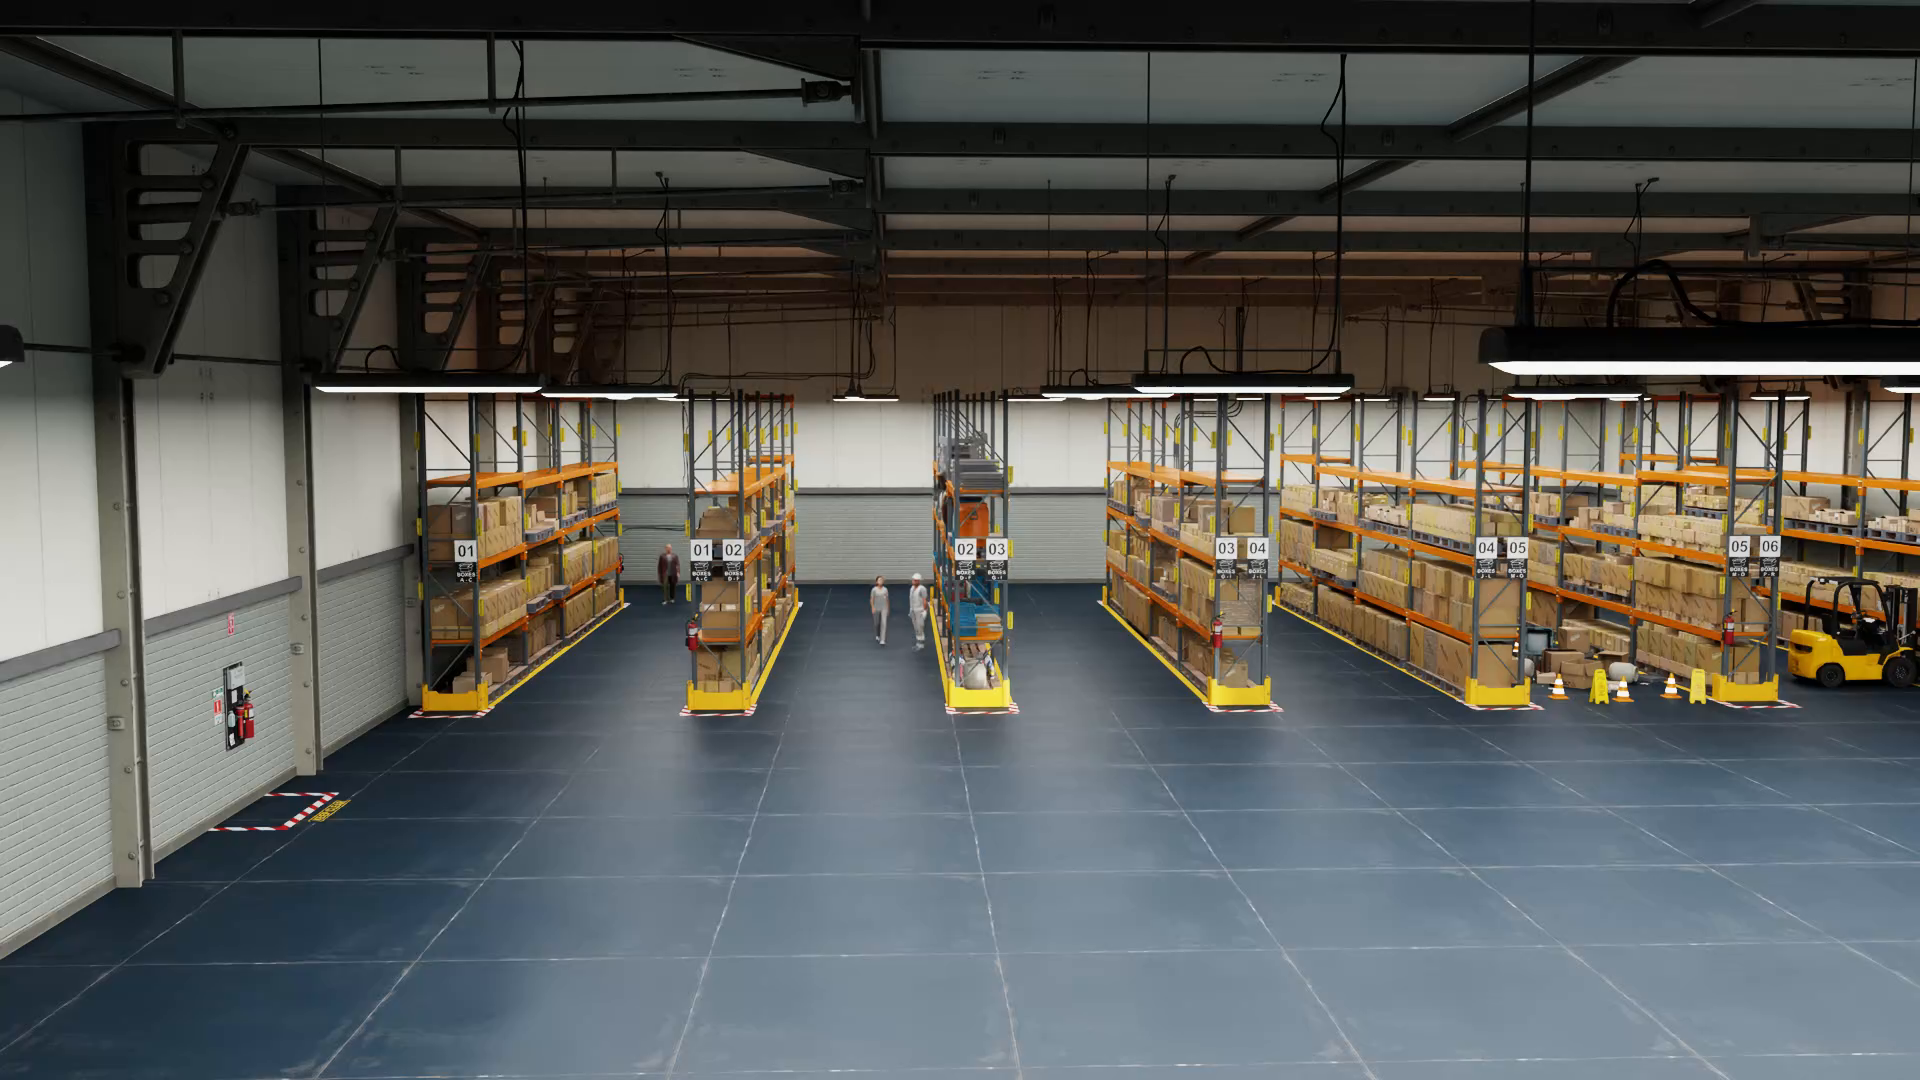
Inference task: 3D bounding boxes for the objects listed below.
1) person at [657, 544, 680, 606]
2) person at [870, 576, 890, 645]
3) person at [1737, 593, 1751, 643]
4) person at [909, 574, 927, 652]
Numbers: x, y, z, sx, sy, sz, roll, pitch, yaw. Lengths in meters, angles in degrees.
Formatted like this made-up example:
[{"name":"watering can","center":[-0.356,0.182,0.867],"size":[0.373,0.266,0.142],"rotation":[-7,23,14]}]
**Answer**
[{"name":"person","center":[-8.280,0.980,47.259],"size":[0.666,1.719,1.120],"rotation":[0,5,-3]},{"name":"person","center":[-1.915,1.670,39.768],"size":[0.465,1.623,1.014],"rotation":[0,5,1]},{"name":"person","center":[17.189,1.959,36.462],"size":[0.451,1.719,0.552],"rotation":[4,6,40]},{"name":"person","center":[-0.999,1.669,38.436],"size":[0.386,1.795,0.653],"rotation":[-4,6,-37]}]
